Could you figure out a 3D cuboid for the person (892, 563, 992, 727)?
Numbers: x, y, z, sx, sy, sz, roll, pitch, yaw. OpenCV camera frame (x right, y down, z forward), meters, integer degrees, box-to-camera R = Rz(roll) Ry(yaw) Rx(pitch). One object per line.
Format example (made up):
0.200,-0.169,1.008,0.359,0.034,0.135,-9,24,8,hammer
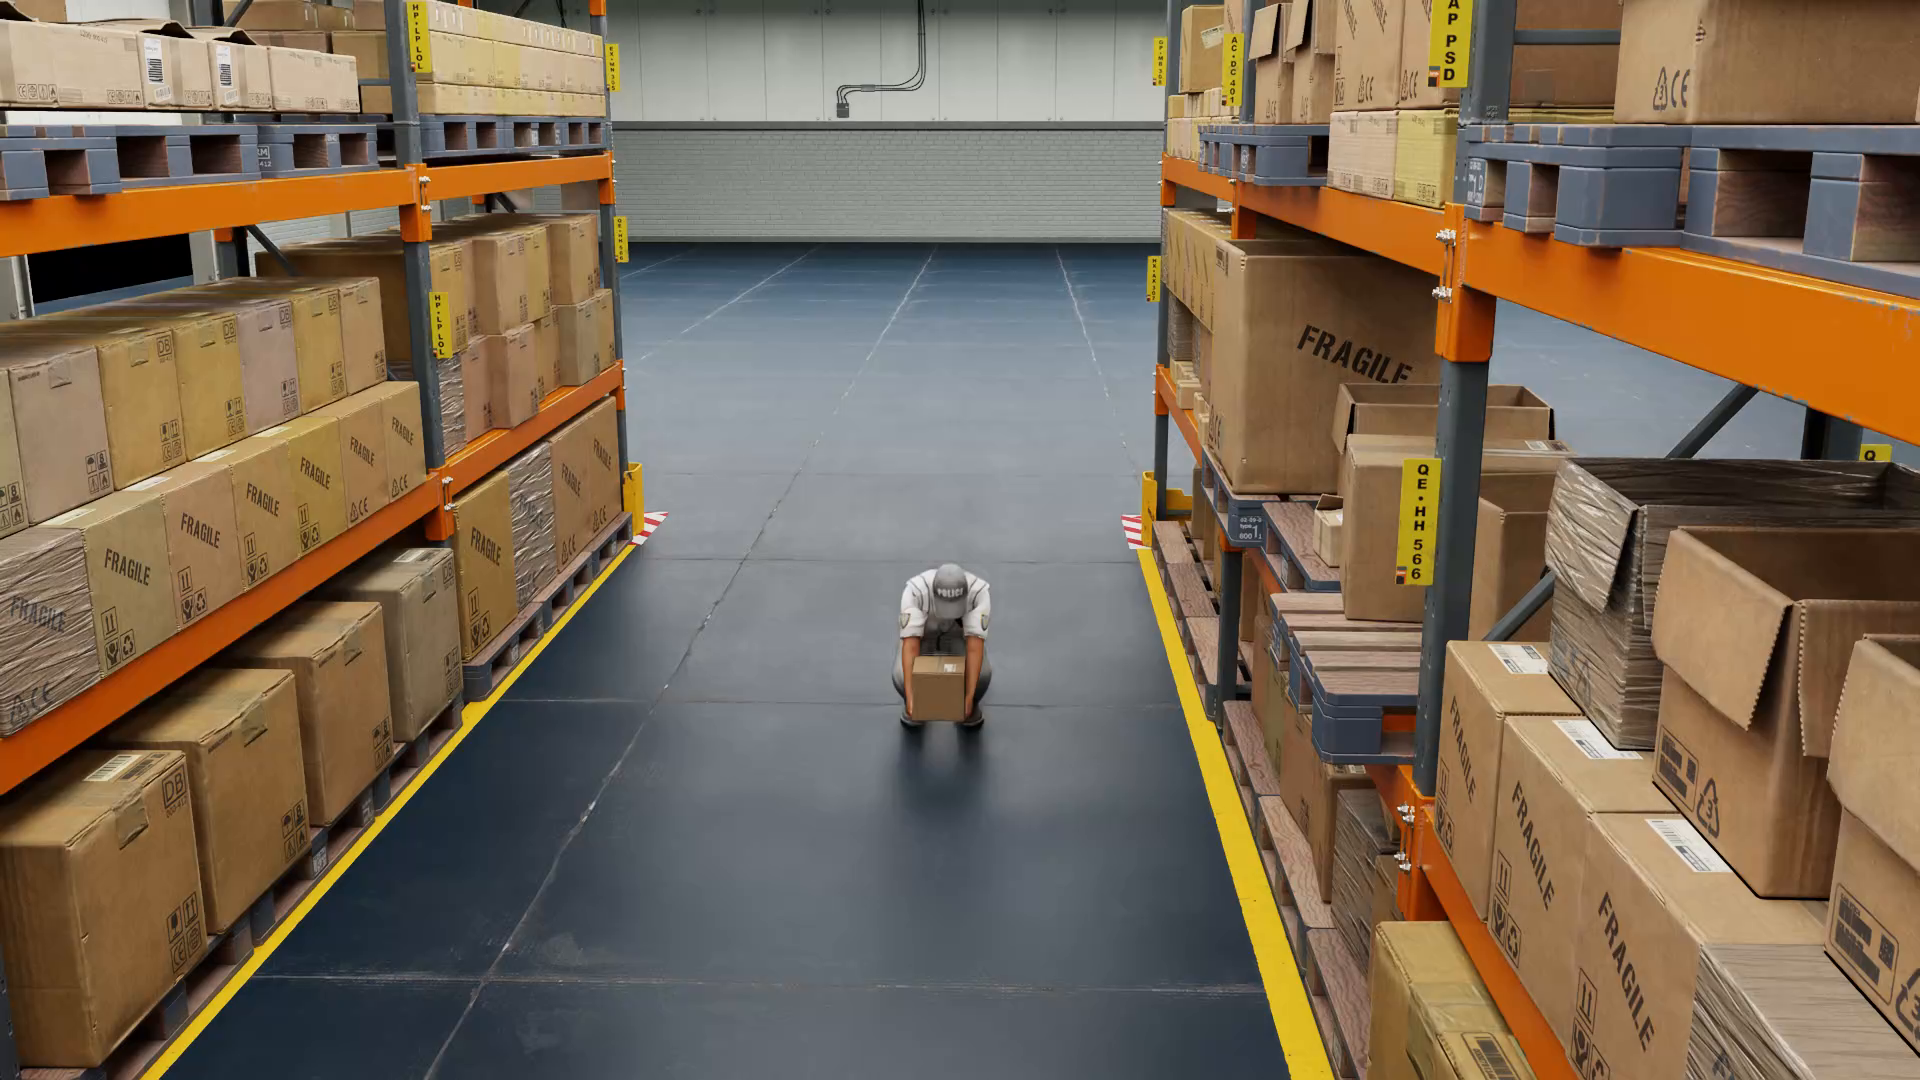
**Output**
-0.092,0.510,8.467,0.508,0.949,0.877,0,14,0,person
